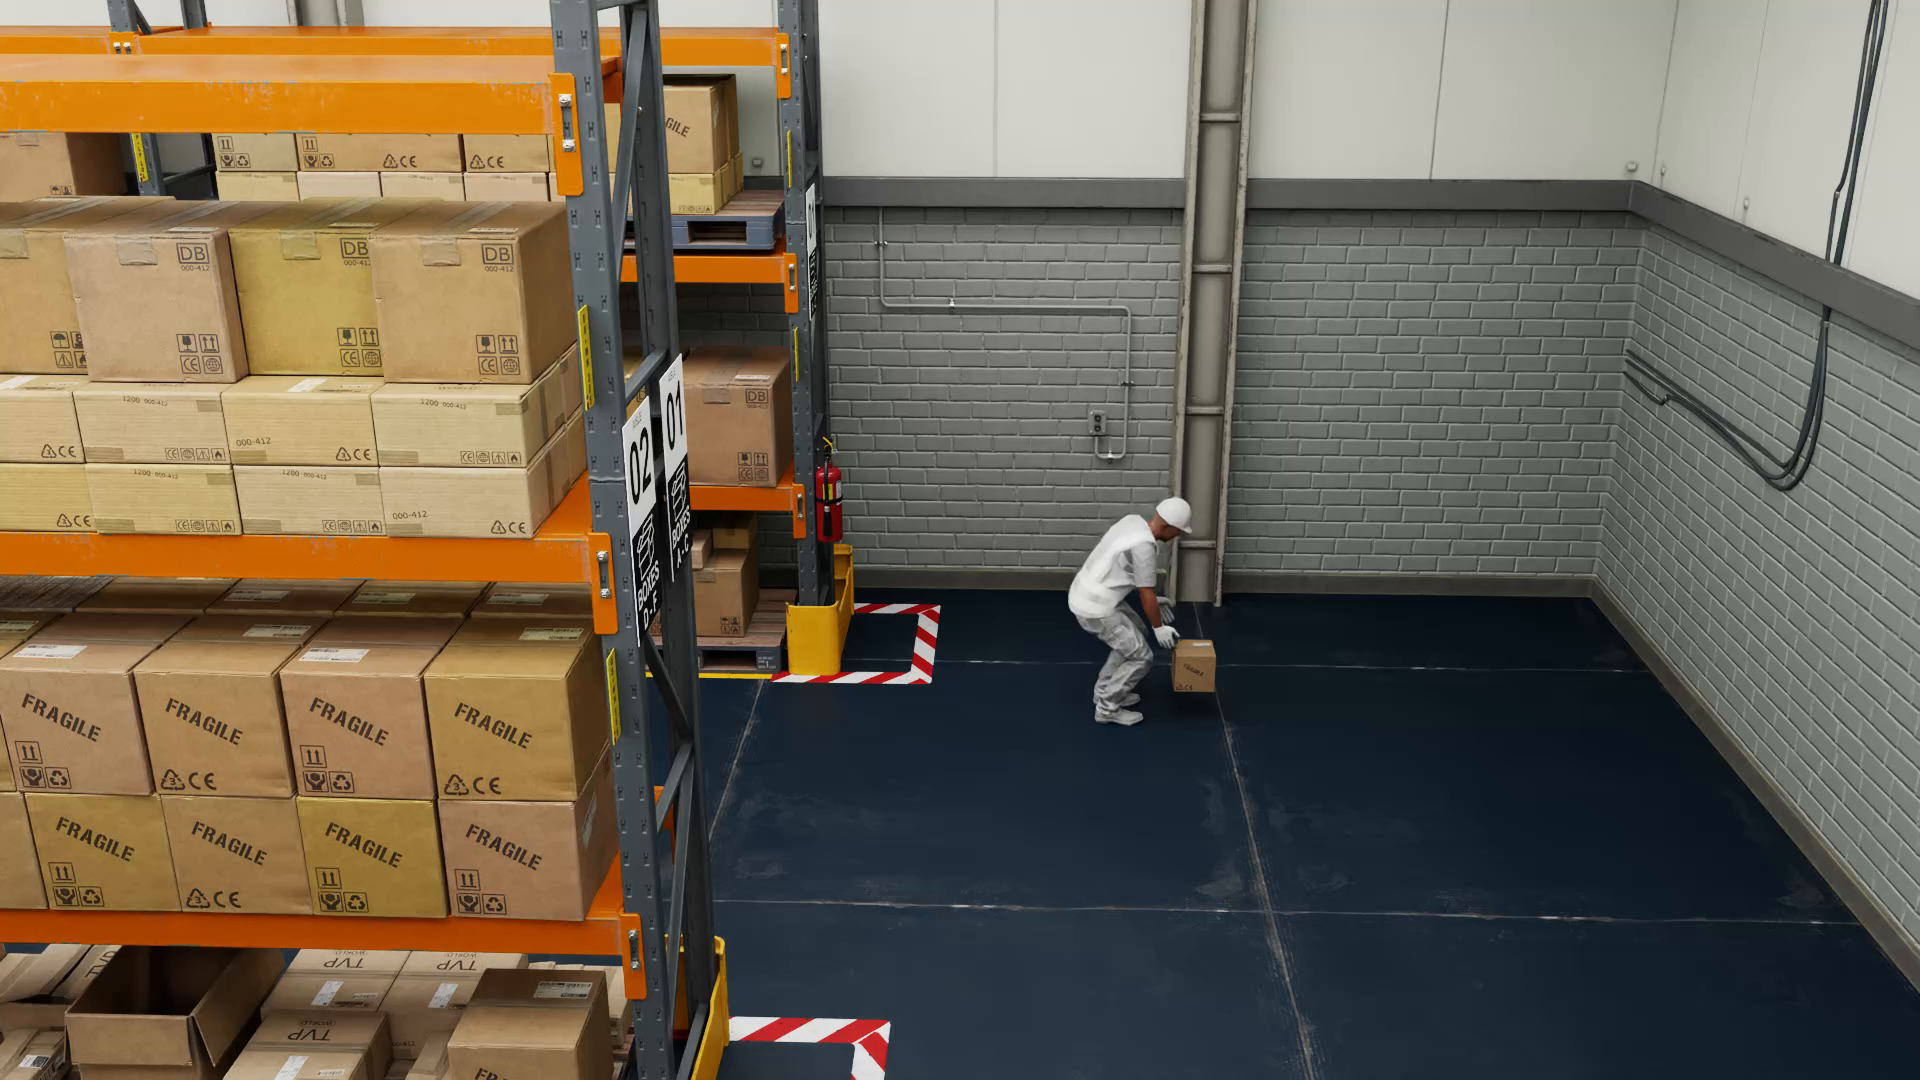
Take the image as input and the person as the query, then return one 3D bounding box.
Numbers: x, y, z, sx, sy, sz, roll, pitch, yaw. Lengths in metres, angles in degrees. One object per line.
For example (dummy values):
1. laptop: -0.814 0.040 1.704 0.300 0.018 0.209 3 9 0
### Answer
1. person: 1.055 0.413 10.440 0.755 1.441 0.612 1 21 2
